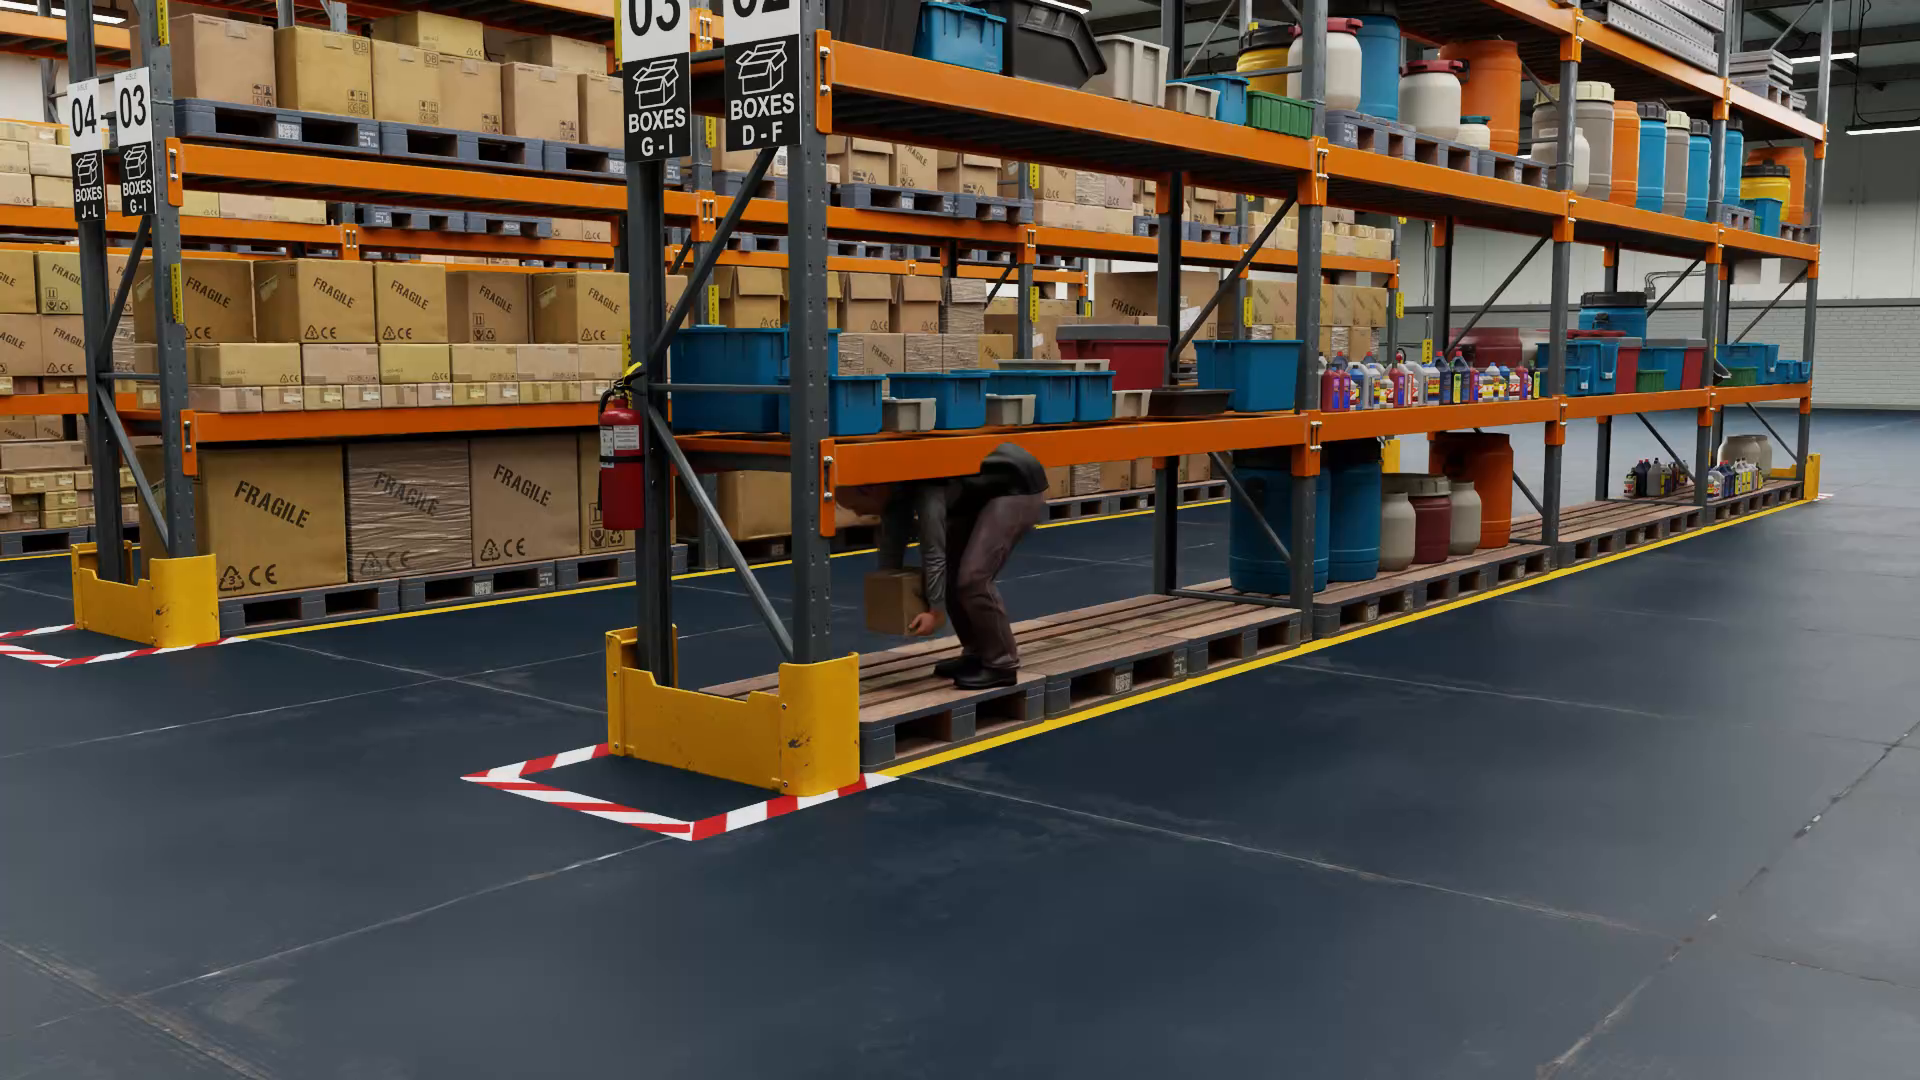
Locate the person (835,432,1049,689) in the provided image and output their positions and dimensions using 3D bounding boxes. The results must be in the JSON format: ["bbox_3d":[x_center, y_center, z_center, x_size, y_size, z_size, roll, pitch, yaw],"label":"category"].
[{"bbox_3d":[-0.095,0.085,7.215,0.960,1.097,0.473,-3,7,-21],"label":"person"}]
